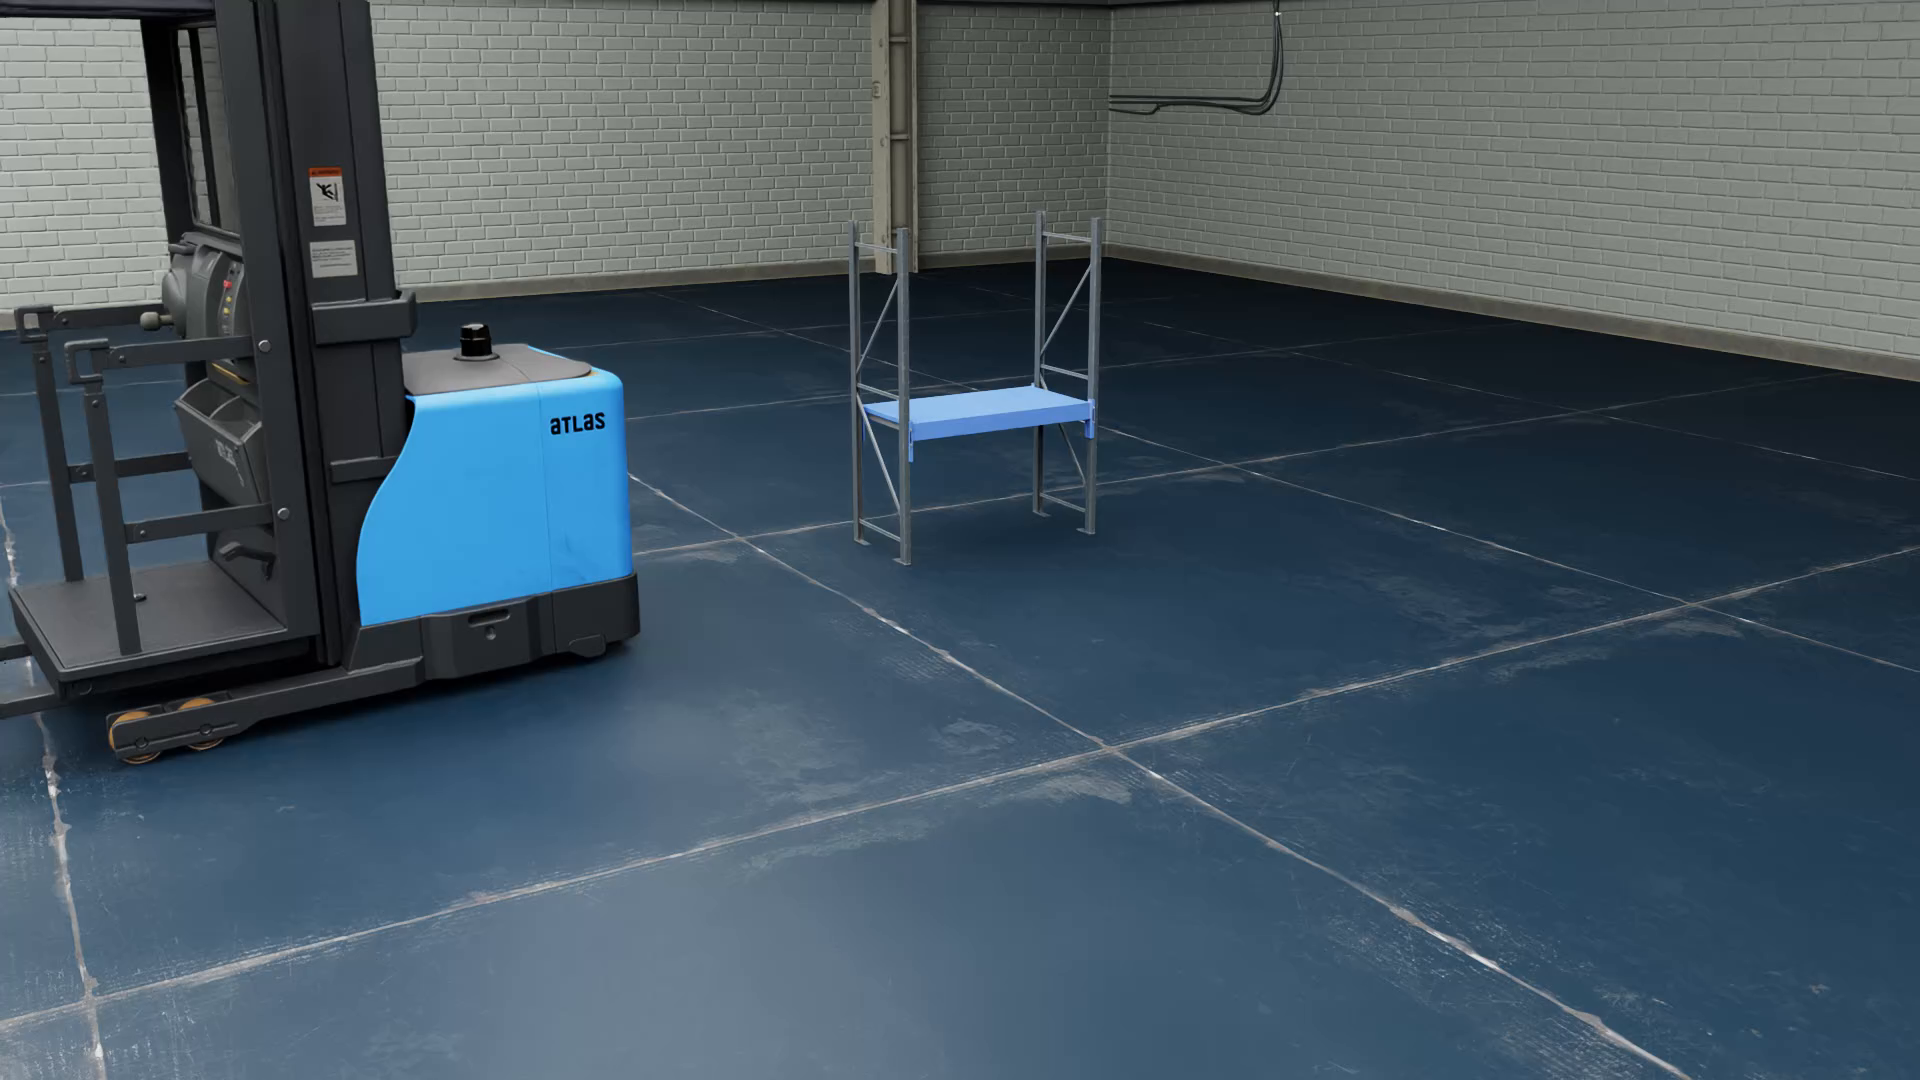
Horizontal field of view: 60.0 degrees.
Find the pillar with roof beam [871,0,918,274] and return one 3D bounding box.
[{"bbox_3d":[1.506,-6.335,13.838,0.400,9.000,9.100,-9,18,-30],"label":"pillar with roof beam"}]

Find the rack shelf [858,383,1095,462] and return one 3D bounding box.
[{"bbox_3d":[0.073,-0.561,7.798,1.000,0.185,0.538,-9,18,-30],"label":"rack shelf"}]

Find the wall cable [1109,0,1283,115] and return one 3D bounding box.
[{"bbox_3d":[2.496,-5.940,18.180,0.112,2.526,3.097,-9,18,-30],"label":"wall cable"}]

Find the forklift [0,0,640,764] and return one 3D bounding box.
[{"bbox_3d":[-2.716,-0.853,5.523,3.031,2.935,1.130,-11,19,-35],"label":"forklift"}]

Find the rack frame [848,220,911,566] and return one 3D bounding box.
[{"bbox_3d":[-0.363,-0.663,7.498,0.032,1.500,0.500,-9,18,-30],"label":"rack frame"}]

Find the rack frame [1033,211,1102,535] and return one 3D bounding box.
[{"bbox_3d":[0.509,-0.805,8.002,0.032,1.500,0.500,-9,18,-30],"label":"rack frame"}]

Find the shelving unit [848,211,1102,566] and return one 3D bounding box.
[{"bbox_3d":[0.073,-0.734,7.750,1.048,1.500,0.538,-9,18,-30],"label":"shelving unit"}]
